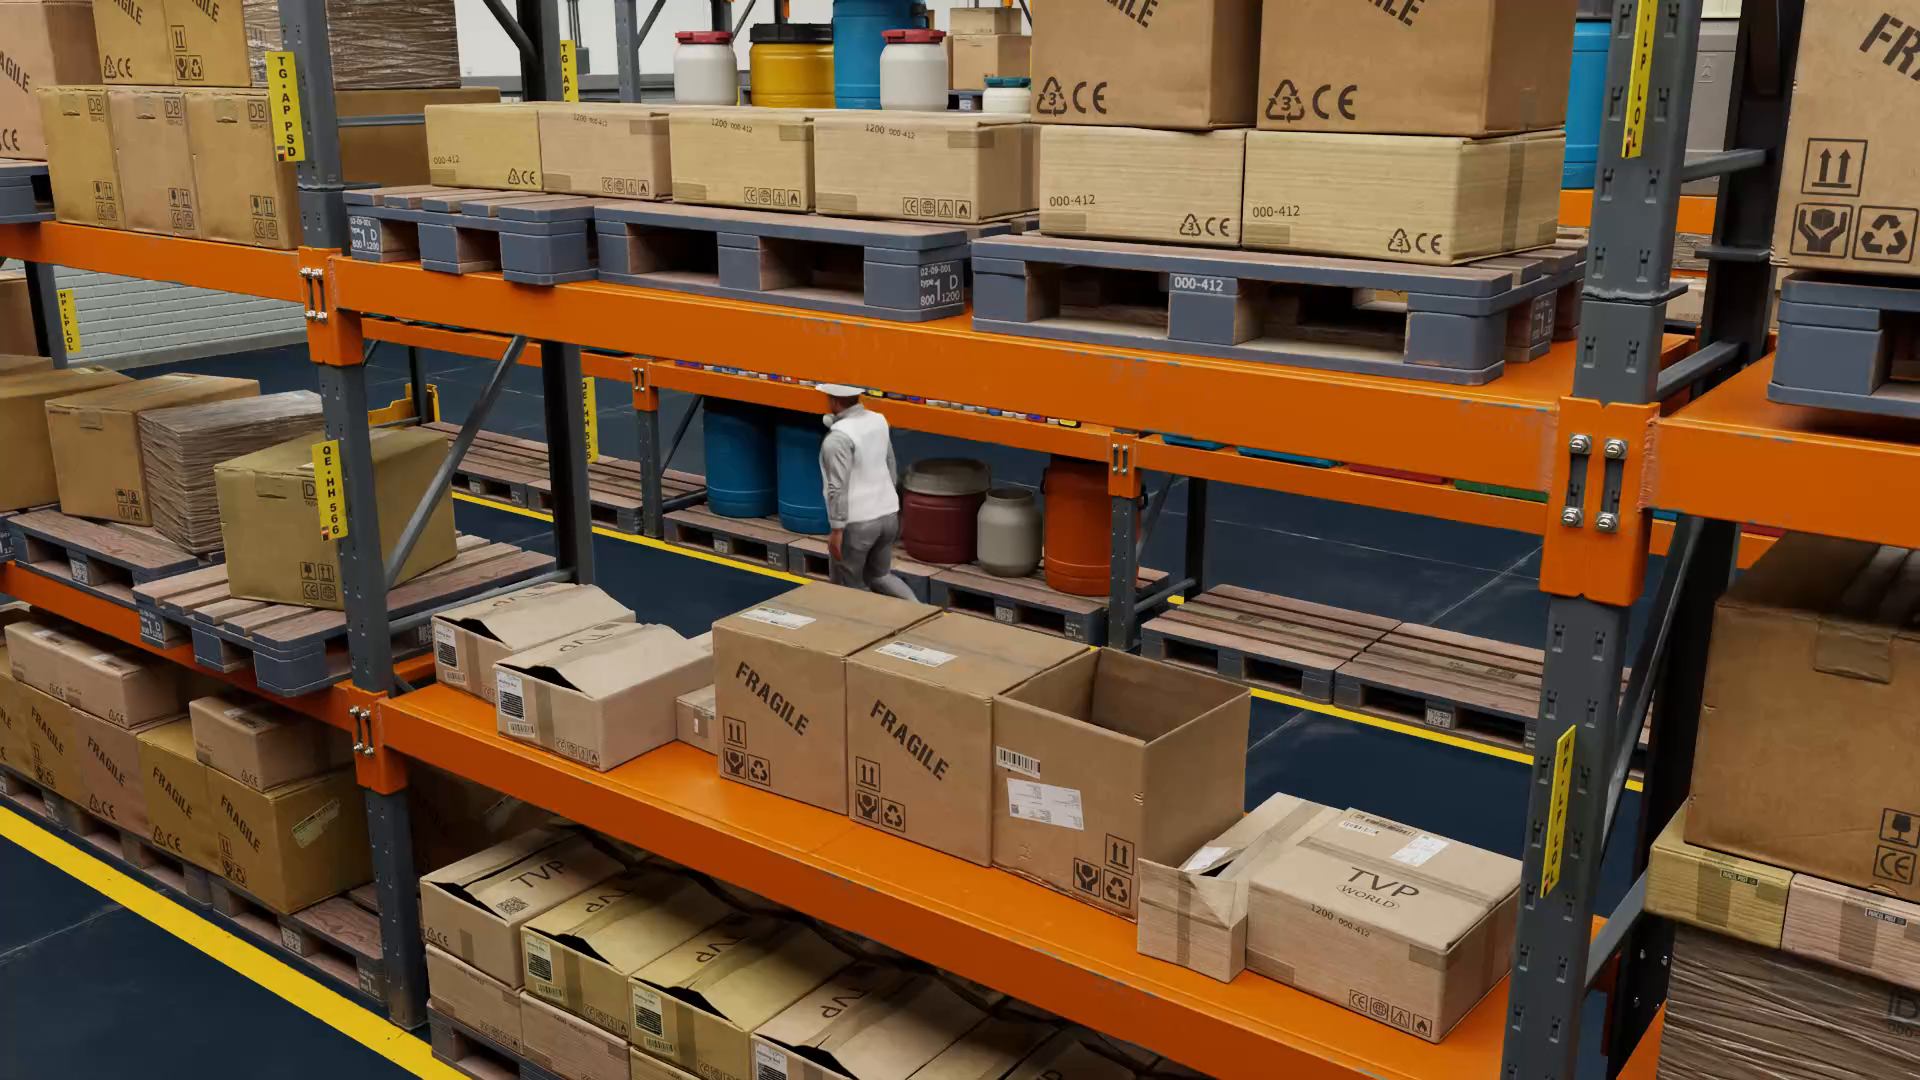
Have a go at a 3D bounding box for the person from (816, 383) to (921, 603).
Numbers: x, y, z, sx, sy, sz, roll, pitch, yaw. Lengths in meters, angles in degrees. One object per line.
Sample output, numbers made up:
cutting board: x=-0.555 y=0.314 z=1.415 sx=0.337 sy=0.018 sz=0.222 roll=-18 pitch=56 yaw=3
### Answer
person: x=-0.474 y=-0.108 z=9.331 sx=0.704 sy=1.755 sz=0.585 roll=10 pitch=19 yaw=32
